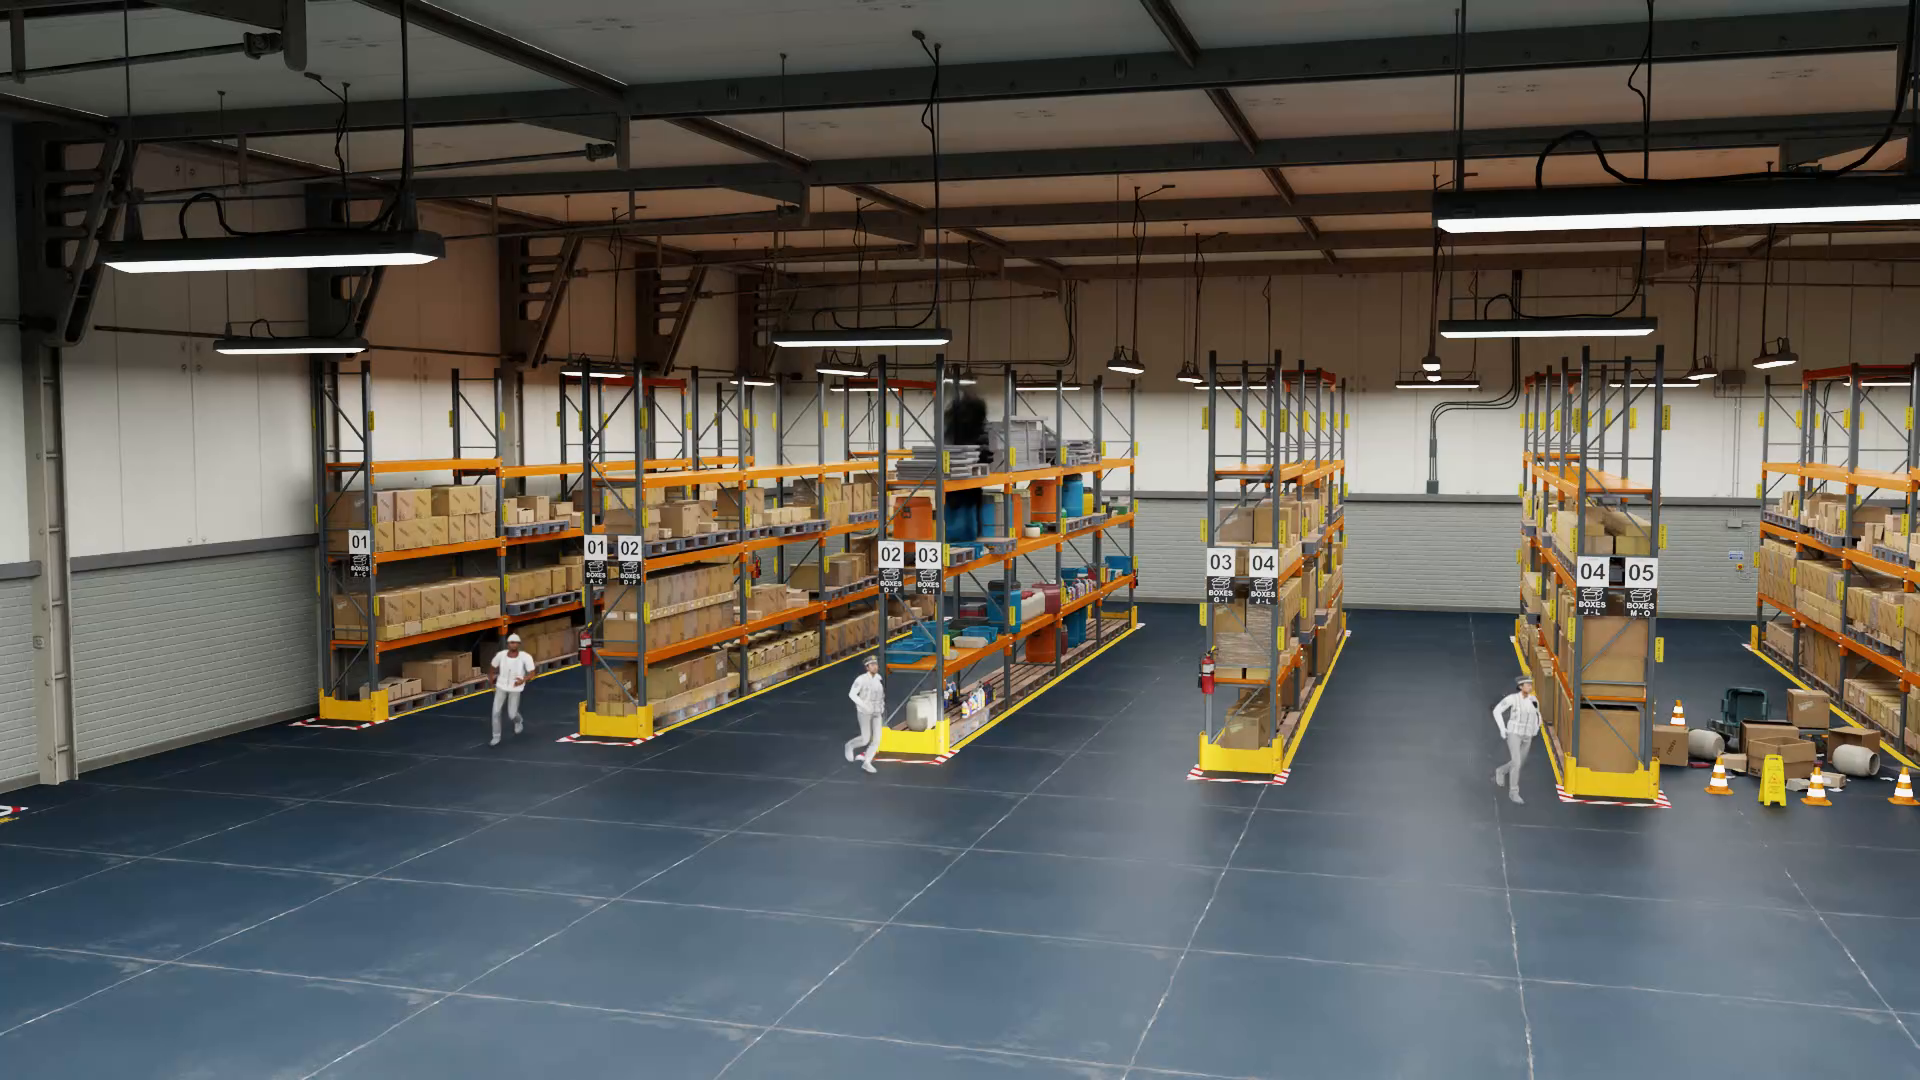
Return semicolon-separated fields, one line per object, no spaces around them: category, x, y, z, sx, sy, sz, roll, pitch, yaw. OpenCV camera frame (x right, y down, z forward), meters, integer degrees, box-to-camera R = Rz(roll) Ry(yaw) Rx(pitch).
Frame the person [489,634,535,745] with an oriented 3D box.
person;-7.019;2.313;26.017;0.721;1.693;0.662;0;4;-1

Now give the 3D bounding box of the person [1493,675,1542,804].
person;7.417;2.616;22.146;0.624;1.688;0.770;-1;4;-12

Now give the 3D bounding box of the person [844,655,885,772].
person;-1.330;2.477;23.960;0.637;1.660;0.620;-3;5;-40
